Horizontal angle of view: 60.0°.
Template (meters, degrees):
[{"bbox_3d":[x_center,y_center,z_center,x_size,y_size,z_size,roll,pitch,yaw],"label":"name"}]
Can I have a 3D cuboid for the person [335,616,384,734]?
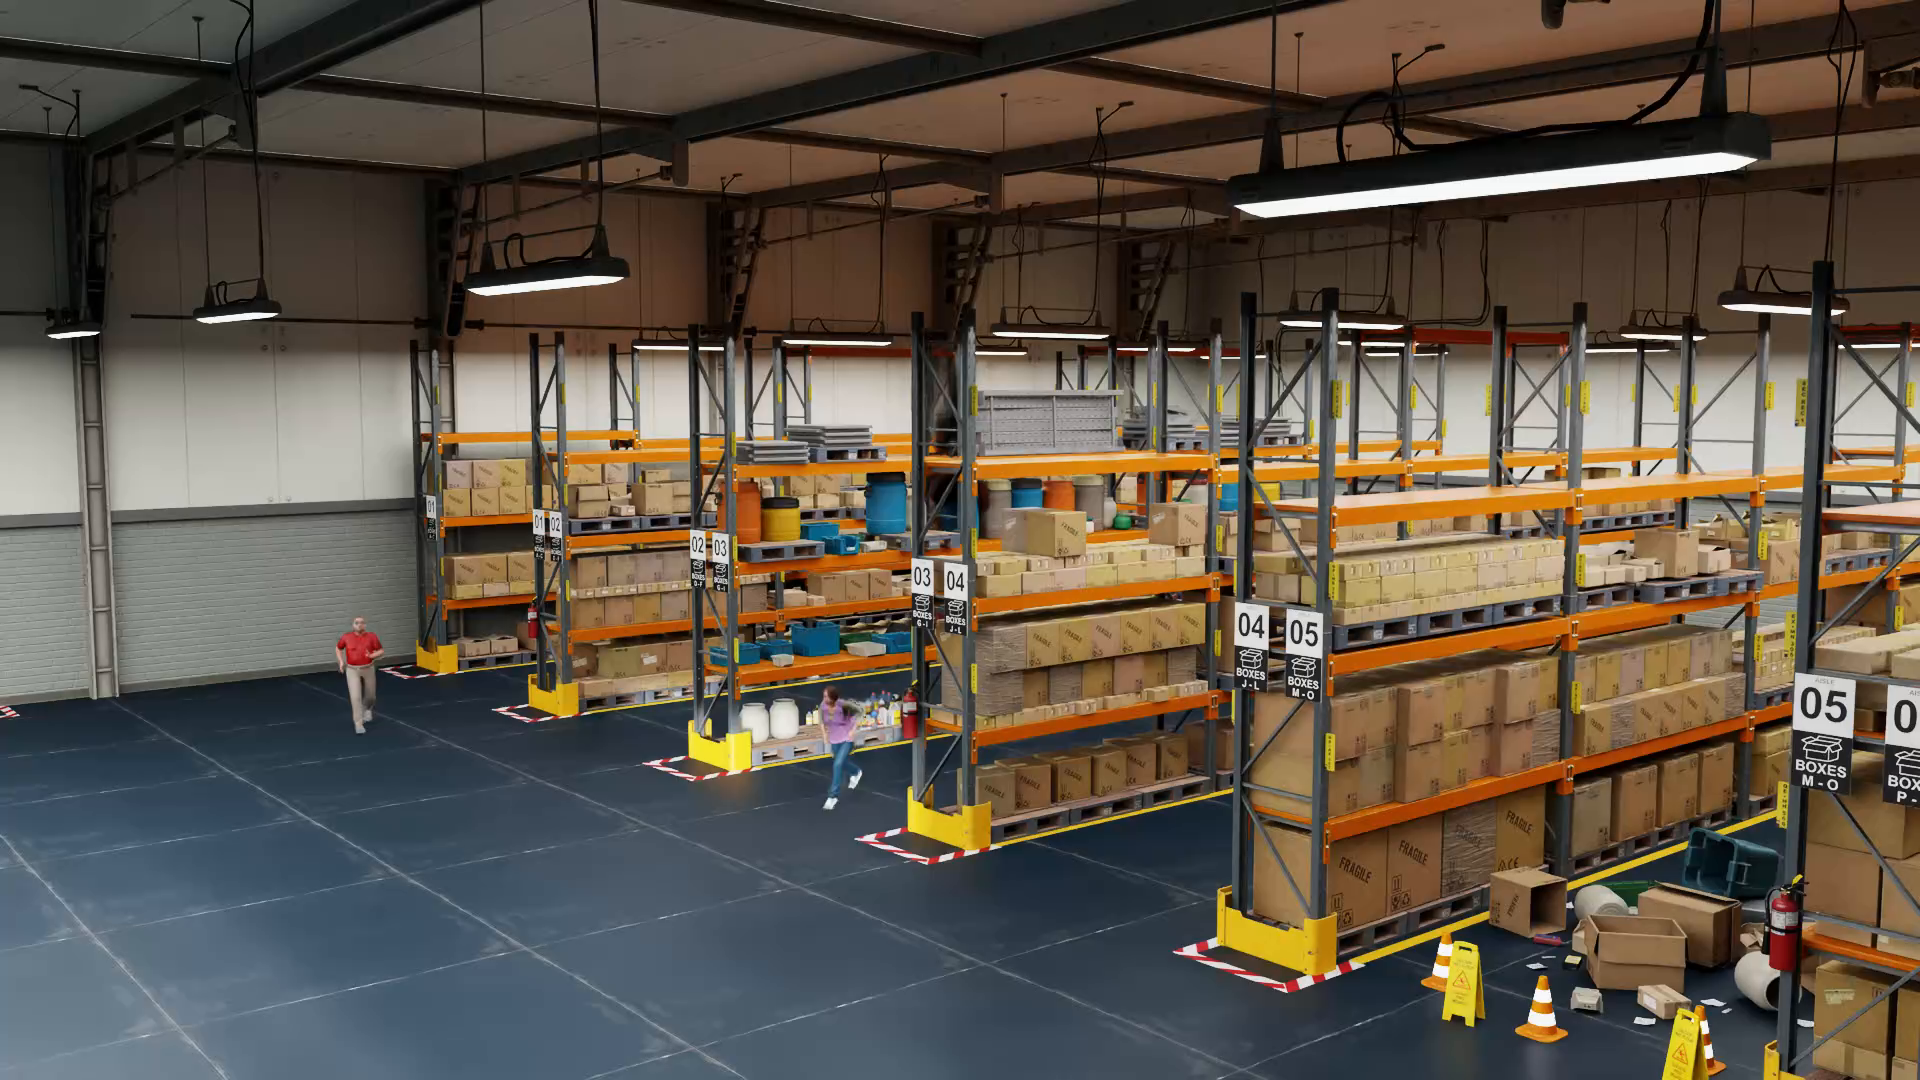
[{"bbox_3d":[-9.004,1.990,24.976,0.671,1.700,0.959,-2,6,-24],"label":"person"}]

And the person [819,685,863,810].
[{"bbox_3d":[-1.437,2.517,20.646,0.570,1.547,0.914,2,6,20],"label":"person"}]
